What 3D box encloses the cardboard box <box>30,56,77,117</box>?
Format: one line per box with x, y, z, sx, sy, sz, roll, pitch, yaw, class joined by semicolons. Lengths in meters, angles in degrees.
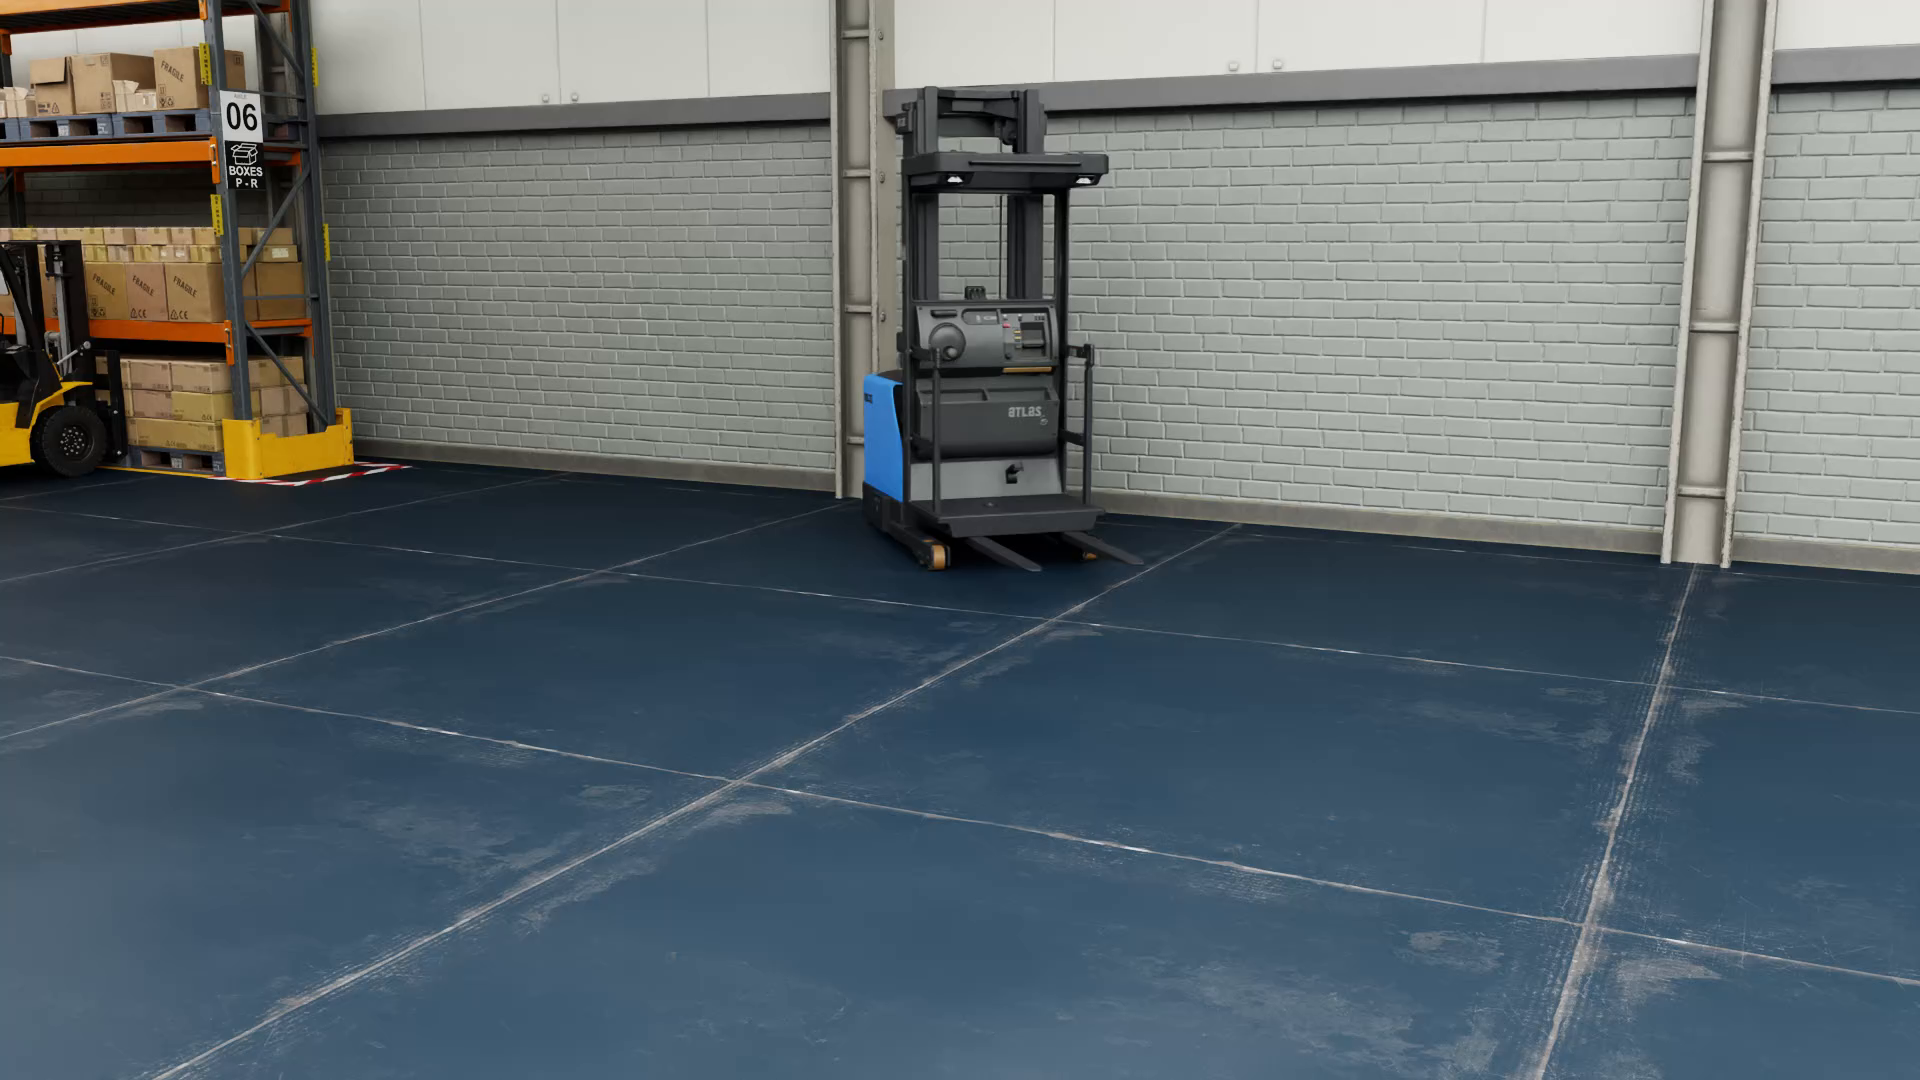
-7.777;-4.017;14.831;0.637;0.503;0.797;5;12;28;cardboard box

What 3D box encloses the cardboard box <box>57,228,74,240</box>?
-7.901;-2.741;15.018;0.250;0.149;0.380;5;11;26;cardboard box

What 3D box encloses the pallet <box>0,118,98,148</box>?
-8.701;-3.774;15.487;1.213;0.211;1.003;5;11;26;pallet

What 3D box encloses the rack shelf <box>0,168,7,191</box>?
-11.271;-3.684;16.763;4.000;0.370;1.077;5;11;26;rack shelf

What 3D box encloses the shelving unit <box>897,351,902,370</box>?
0.088;-0.818;12.405;1.048;1.125;0.538;9;12;25;shelving unit

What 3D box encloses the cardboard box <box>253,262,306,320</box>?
-6.211;-2.222;14.805;0.500;0.500;0.500;5;12;28;cardboard box

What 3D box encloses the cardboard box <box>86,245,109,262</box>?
-7.486;-2.538;14.728;0.250;0.149;0.380;5;11;26;cardboard box

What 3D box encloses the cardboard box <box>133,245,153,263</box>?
-6.990;-2.508;14.561;0.250;0.149;0.380;5;11;25;cardboard box

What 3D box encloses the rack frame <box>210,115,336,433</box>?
-5.890;-2.090;14.354;0.127;3.000;1.000;5;11;26;rack frame

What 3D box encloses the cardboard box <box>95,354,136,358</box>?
-7.809;-1.540;15.053;0.500;0.250;0.500;5;11;25;cardboard box

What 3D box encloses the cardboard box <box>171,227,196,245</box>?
-6.539;-2.613;14.310;0.250;0.149;0.380;5;11;26;cardboard box

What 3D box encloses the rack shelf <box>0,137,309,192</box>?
-7.683;-3.369;15.021;4.000;0.370;1.077;5;11;26;rack shelf

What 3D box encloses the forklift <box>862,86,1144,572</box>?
0.244;-1.331;10.353;1.130;2.935;3.031;-3;11;-17;forklift

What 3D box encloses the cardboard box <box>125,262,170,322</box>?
-6.909;-2.178;14.561;0.500;0.500;0.500;5;12;28;cardboard box

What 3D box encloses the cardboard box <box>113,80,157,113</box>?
-6.995;-3.792;14.255;0.258;0.266;0.396;5;11;26;cardboard box

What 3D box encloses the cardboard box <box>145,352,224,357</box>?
-7.131;-1.583;15.290;0.500;0.250;0.500;5;11;25;cardboard box

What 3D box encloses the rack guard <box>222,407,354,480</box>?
-5.868;-0.858;14.566;0.348;0.500;1.175;5;11;26;rack guard

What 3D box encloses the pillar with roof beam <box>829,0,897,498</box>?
-2.640;-4.080;8.506;0.400;9.000;9.100;5;11;26;pillar with roof beam

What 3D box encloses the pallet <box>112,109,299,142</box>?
-6.513;-3.582;14.425;1.213;0.211;1.003;5;11;26;pallet

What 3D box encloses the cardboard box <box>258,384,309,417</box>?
-6.220;-1.259;14.904;0.500;0.250;0.500;5;12;27;cardboard box

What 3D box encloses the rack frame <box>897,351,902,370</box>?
-0.368;-0.887;12.617;0.032;1.125;0.500;9;12;25;rack frame

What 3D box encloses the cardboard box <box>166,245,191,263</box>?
-6.567;-2.456;14.276;0.250;0.149;0.380;5;12;27;cardboard box

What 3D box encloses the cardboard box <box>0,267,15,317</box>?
-8.720;-2.339;15.450;0.500;0.500;0.500;5;12;27;cardboard box

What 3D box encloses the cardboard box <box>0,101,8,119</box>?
-8.520;-3.869;15.006;0.250;0.149;0.380;5;12;28;cardboard box

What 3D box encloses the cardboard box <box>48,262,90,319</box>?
-7.824;-2.256;14.993;0.500;0.500;0.500;5;11;26;cardboard box

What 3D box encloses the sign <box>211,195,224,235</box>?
-6.142;-2.690;13.757;0.005;0.325;0.100;5;11;26;sign

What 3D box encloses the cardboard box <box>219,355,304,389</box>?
-6.237;-1.503;14.848;0.500;0.250;0.500;5;11;25;cardboard box

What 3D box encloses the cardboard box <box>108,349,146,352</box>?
-8.041;-1.663;15.731;0.500;0.250;0.500;5;11;26;cardboard box

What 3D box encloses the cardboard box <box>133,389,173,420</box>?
-6.910;-1.219;14.680;0.500;0.250;0.500;5;11;25;cardboard box

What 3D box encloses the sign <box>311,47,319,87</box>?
-5.639;-4.123;14.489;0.005;0.325;0.100;5;11;26;sign

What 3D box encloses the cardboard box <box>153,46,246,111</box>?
-6.395;-3.867;14.009;0.500;0.500;0.500;5;12;28;cardboard box

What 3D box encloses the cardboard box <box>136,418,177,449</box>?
-6.893;-0.971;14.712;0.500;0.250;0.500;5;11;26;cardboard box

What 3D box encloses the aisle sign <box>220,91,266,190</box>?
-5.961;-3.317;13.834;0.004;0.787;0.394;5;11;26;aisle sign

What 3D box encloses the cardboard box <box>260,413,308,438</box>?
-6.244;-1.013;14.947;0.500;0.250;0.500;5;11;26;cardboard box

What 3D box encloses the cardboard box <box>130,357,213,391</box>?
-6.901;-1.461;14.614;0.500;0.250;0.500;5;12;27;cardboard box

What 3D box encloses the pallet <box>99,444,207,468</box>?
-7.684;-0.867;15.430;1.213;0.211;1.003;5;11;26;pallet

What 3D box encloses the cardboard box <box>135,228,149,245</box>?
-6.976;-2.661;14.574;0.250;0.149;0.380;5;11;26;cardboard box

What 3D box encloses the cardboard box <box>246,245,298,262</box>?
-6.079;-2.526;14.663;0.250;0.149;0.380;5;11;24;cardboard box

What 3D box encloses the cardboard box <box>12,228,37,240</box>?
-8.385;-2.769;15.172;0.250;0.149;0.380;5;11;25;cardboard box

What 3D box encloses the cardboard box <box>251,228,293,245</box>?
-6.097;-2.665;14.595;0.250;0.149;0.380;5;11;25;cardboard box

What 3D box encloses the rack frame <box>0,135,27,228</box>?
-9.477;-2.405;16.095;0.127;3.000;1.000;5;11;26;rack frame

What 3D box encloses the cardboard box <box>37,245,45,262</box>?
-8.172;-2.601;15.075;0.250;0.149;0.380;5;11;24;cardboard box

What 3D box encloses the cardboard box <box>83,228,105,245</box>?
-7.493;-2.684;14.698;0.250;0.149;0.380;5;12;27;cardboard box
